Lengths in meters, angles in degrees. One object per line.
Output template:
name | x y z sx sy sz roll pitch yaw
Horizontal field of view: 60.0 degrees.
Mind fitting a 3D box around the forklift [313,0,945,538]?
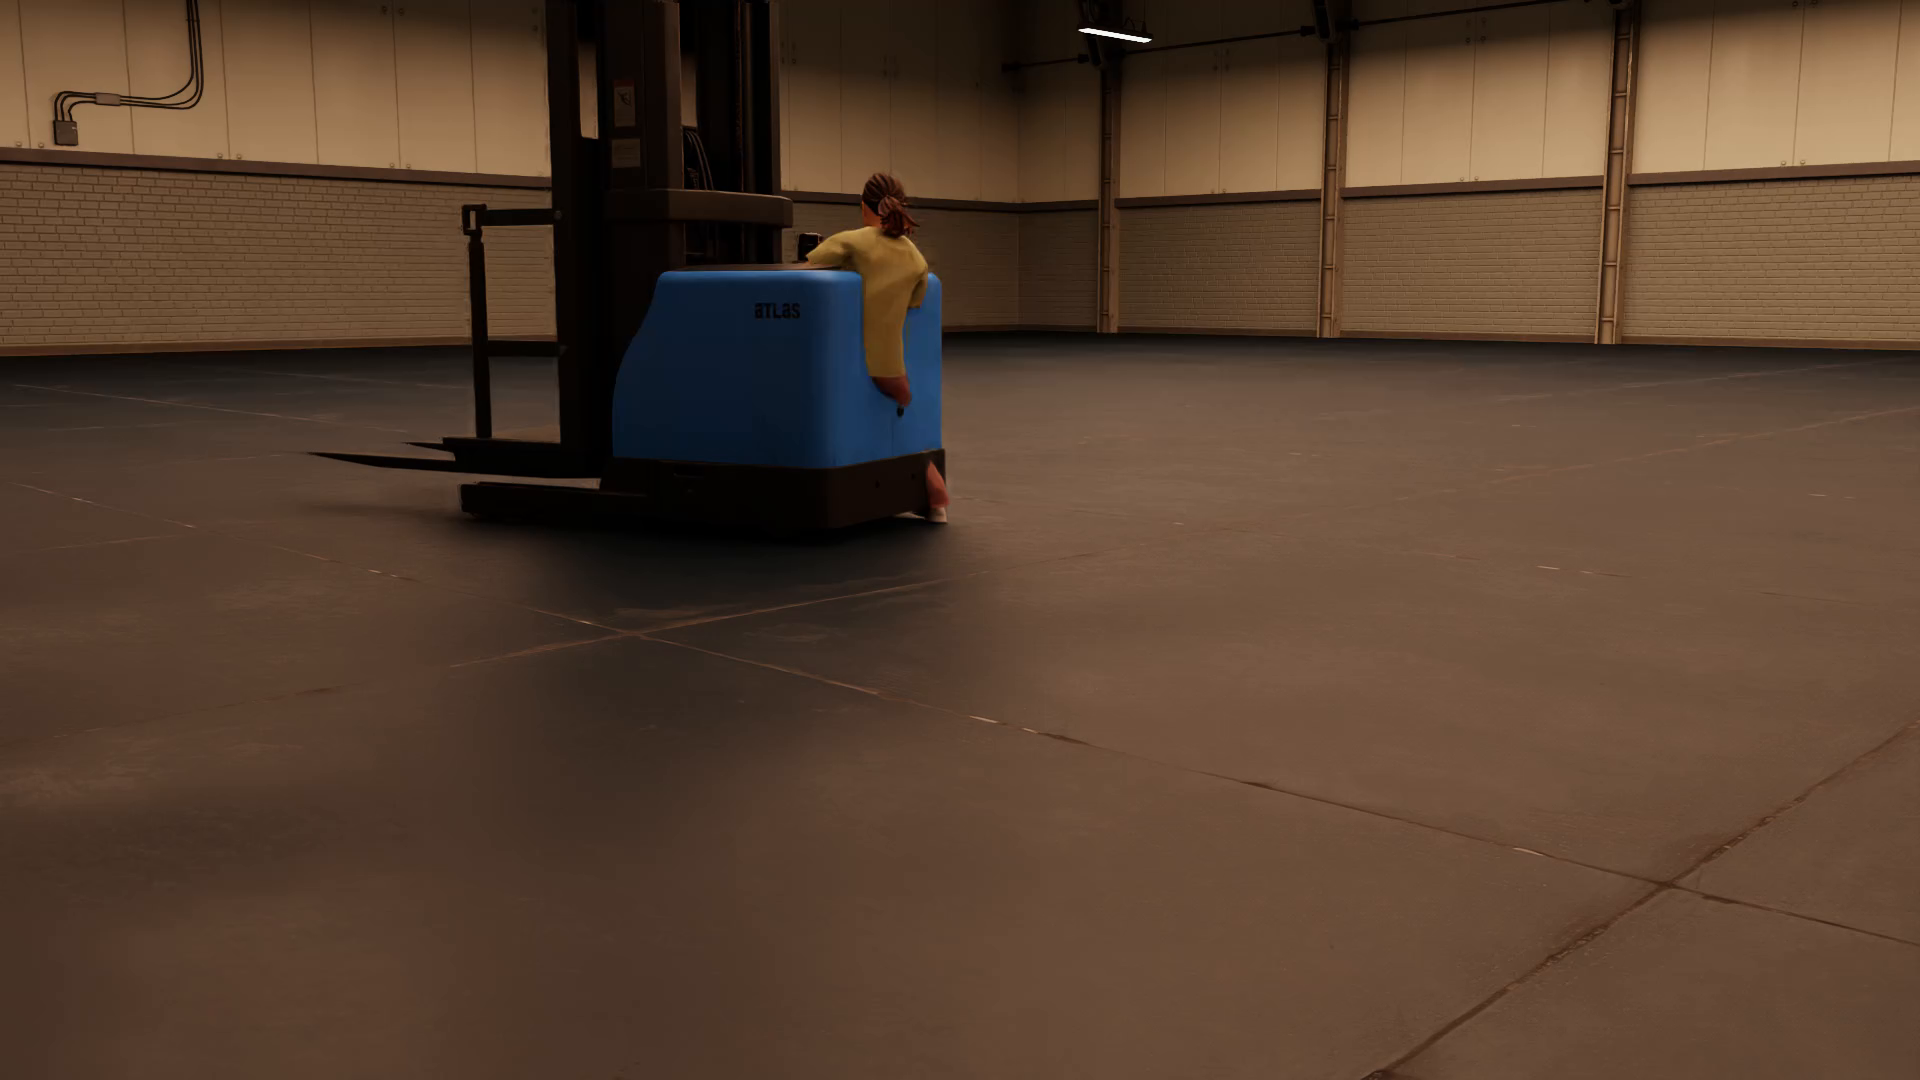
forklift | -1.615 -1.587 7.411 3.031 2.935 1.130 4 10 27

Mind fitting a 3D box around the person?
person | -0.424 -0.785 6.979 0.844 1.473 0.712 -4 10 -26
